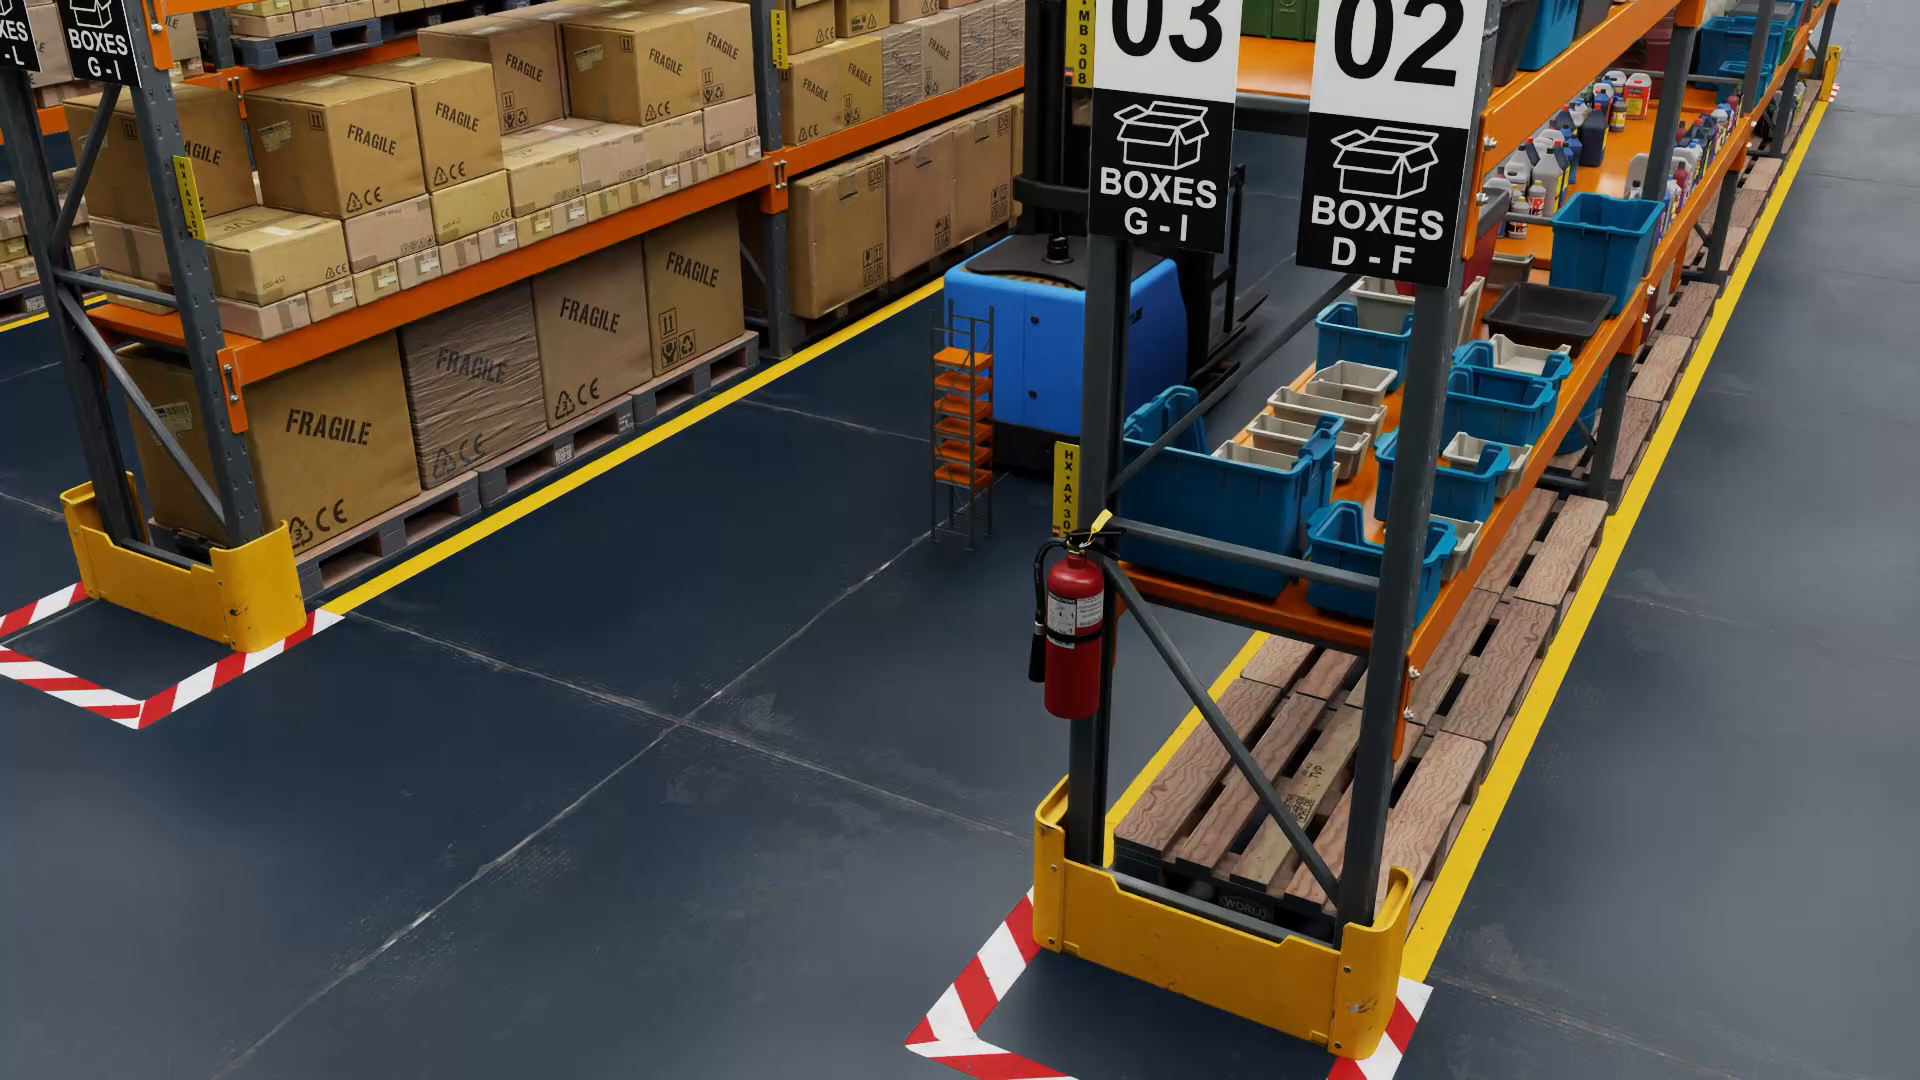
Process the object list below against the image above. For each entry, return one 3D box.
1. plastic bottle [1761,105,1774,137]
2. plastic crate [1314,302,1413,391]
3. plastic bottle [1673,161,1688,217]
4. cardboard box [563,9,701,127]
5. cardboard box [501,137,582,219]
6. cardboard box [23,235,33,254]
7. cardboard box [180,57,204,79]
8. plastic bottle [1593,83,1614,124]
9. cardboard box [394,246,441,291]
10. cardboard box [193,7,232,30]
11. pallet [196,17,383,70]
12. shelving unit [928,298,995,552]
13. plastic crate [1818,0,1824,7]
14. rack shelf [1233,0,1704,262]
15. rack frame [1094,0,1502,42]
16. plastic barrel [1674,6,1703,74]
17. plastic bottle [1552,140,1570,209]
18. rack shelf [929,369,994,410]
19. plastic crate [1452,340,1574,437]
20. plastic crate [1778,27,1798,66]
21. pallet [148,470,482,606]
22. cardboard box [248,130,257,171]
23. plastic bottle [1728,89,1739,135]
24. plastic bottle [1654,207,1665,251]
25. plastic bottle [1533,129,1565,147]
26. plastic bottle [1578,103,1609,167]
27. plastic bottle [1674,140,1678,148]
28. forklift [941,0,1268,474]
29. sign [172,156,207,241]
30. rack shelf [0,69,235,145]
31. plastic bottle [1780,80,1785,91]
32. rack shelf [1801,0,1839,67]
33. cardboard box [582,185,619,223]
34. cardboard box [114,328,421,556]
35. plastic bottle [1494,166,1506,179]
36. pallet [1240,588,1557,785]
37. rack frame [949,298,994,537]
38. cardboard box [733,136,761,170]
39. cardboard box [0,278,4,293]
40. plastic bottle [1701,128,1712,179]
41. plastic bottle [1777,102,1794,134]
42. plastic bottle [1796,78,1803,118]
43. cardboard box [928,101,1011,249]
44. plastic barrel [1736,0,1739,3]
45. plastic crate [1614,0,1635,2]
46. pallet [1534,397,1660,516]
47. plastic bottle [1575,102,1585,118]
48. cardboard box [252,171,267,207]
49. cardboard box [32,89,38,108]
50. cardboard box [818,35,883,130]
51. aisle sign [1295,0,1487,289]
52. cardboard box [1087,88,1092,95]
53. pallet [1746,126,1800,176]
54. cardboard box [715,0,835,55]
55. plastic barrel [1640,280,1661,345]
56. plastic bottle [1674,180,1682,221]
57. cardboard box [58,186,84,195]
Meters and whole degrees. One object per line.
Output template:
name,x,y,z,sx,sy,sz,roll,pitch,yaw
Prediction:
plastic bottle,7.297,-3.791,15.015,0.061,0.283,0.133,14,30,26
plastic crate,1.601,-0.758,6.534,0.416,0.233,0.300,14,30,26
plastic bottle,3.770,-1.851,8.728,0.061,0.283,0.133,14,30,26
cardboard box,-1.774,-2.568,9.026,0.500,0.500,0.500,15,30,27
cardboard box,-2.275,-1.837,8.405,0.500,0.250,0.500,14,30,25
cardboard box,-6.383,-2.088,11.453,0.380,0.149,0.250,13,29,24
cardboard box,-5.736,-3.455,12.082,0.380,0.149,0.250,14,30,26
plastic bottle,4.027,-2.734,10.499,0.152,0.276,0.135,14,30,26
cardboard box,-2.659,-1.296,7.768,0.380,0.149,0.250,14,30,25
cardboard box,-5.777,-4.004,12.710,0.380,0.149,0.250,13,30,25
pallet,-5.297,-3.911,12.926,1.003,0.211,1.213,14,30,26
shelving unit,0.007,-0.542,7.993,0.258,1.200,0.189,14,30,26
plastic crate,7.630,-4.998,15.121,0.450,0.188,0.662,14,30,26
rack shelf,1.797,-1.749,5.845,1.077,0.370,4.000,14,30,26
rack frame,0.813,-2.632,3.455,1.000,3.000,0.127,14,30,26
plastic barrel,5.069,-3.565,11.896,0.421,0.512,0.421,0,27,0
plastic bottle,3.165,-1.957,8.863,0.144,0.351,0.185,14,30,26
rack shelf,0.007,-0.717,7.905,0.258,0.103,0.180,14,30,26
plastic crate,2.017,-0.555,6.128,0.416,0.233,0.300,14,30,26
plastic crate,6.106,-3.790,12.708,0.450,0.188,0.662,14,30,26
pallet,-3.174,-0.122,8.258,1.003,0.211,1.213,14,30,26
cardboard box,-5.655,-3.145,13.504,0.500,0.500,0.500,14,30,25
plastic bottle,4.808,-2.674,10.370,0.061,0.283,0.133,14,30,26
plastic bottle,3.399,-1.557,8.140,0.061,0.283,0.133,14,30,26
plastic bottle,3.245,-2.114,9.261,0.152,0.276,0.367,14,30,26
plastic bottle,3.689,-2.365,9.678,0.144,0.351,0.185,14,30,26
plastic bottle,3.961,-2.145,9.328,0.097,0.271,0.097,0,27,0
forklift,1.037,-2.231,9.432,1.130,2.935,3.031,13,30,25
sign,-3.019,-1.338,6.517,0.100,0.325,0.005,14,30,26
rack shelf,-6.783,-2.630,10.956,1.077,0.370,4.000,14,30,26
plastic bottle,7.922,-4.286,16.004,0.061,0.283,0.133,14,30,26
rack shelf,7.701,-5.084,15.859,1.077,0.370,4.000,14,30,26
cardboard box,-2.028,-1.795,8.765,0.380,0.149,0.250,14,30,25
cardboard box,-3.254,-0.545,7.892,0.875,0.875,0.875,14,30,26
plastic bottle,2.768,-1.781,8.588,0.061,0.283,0.133,14,30,26
pallet,1.854,0.511,6.993,1.003,0.211,1.213,14,30,26
rack frame,0.052,-0.578,8.064,0.240,1.200,0.006,14,30,26
cardboard box,-1.396,-2.296,9.766,0.380,0.149,0.250,14,30,26
cardboard box,-6.595,-1.711,11.032,0.380,0.149,0.250,13,29,24
plastic bottle,4.203,-2.194,9.412,0.061,0.283,0.133,14,30,26
plastic bottle,7.475,-3.862,15.081,0.144,0.351,0.185,15,30,27
plastic bottle,7.869,-4.173,15.704,0.144,0.351,0.185,16,31,28
cardboard box,-0.366,-2.786,12.368,1.225,0.875,0.875,14,30,26
plastic barrel,6.263,-4.766,13.861,0.600,0.901,0.708,14,30,26
plastic crate,2.172,-2.034,5.743,0.437,0.282,0.530,14,30,26
pallet,3.197,-0.553,9.119,1.003,0.211,1.213,14,30,26
plastic bottle,3.719,-2.513,10.063,0.097,0.271,0.097,0,27,0
cardboard box,-3.241,-1.551,7.833,0.500,0.250,0.500,14,30,25
cardboard box,-6.379,-2.945,11.063,0.380,0.149,0.250,14,30,25
cardboard box,-0.841,-2.964,10.709,0.500,0.500,0.500,14,30,26
aisle sign,1.037,-1.018,4.029,0.394,0.787,0.004,14,30,26
cardboard box,0.992,-4.049,14.451,0.500,0.250,0.500,18,32,32
pallet,7.083,-3.632,15.269,1.003,0.211,1.213,14,30,26
cardboard box,-1.224,-3.343,10.345,0.797,0.503,0.637,13,30,25
plastic barrel,3.968,-1.542,10.205,0.600,0.588,0.708,14,30,26
plastic bottle,3.697,-1.774,8.664,0.097,0.201,0.097,0,27,0
cardboard box,-6.151,-2.423,11.790,0.380,0.149,0.250,15,30,28
